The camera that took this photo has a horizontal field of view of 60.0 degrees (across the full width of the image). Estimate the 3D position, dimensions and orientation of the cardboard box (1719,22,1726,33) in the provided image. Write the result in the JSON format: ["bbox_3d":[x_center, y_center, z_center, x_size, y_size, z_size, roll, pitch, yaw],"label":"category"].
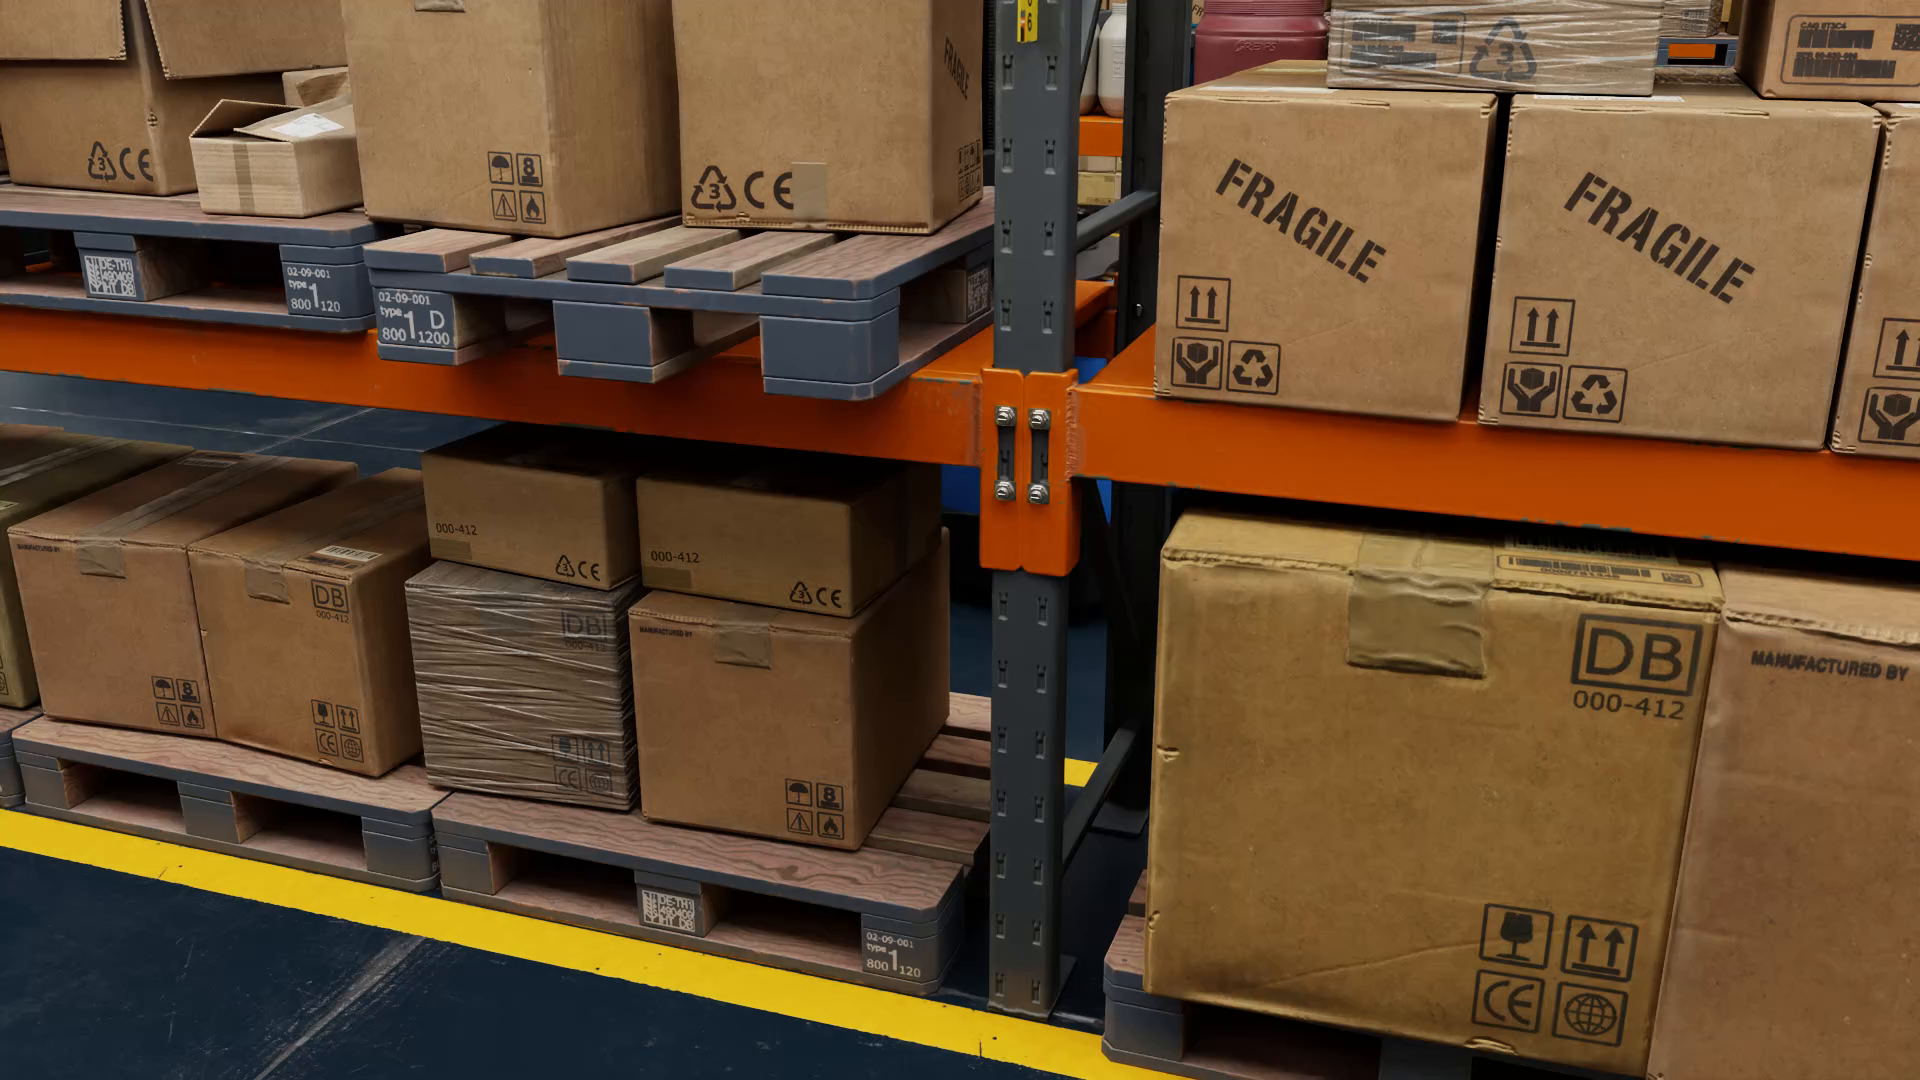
[{"bbox_3d":[7.089,-4.826,15.715,0.250,0.149,0.380,7,20,20],"label":"cardboard box"}]

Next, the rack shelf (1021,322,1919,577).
[{"bbox_3d":[2.168,-0.060,2.783,4.000,0.370,1.077,7,20,18],"label":"rack shelf"}]

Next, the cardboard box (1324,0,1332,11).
[{"bbox_3d":[3.524,-5.666,16.953,0.500,0.500,0.700,7,20,18],"label":"cardboard box"}]

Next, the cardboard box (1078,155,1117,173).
[{"bbox_3d":[1.024,-3.058,12.981,0.500,0.311,0.500,6,20,16],"label":"cardboard box"}]

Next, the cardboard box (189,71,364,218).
[{"bbox_3d":[-1.385,-0.846,3.513,0.258,0.266,0.396,6,20,17],"label":"cardboard box"}]

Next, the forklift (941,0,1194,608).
[{"bbox_3d":[-0.504,-1.532,6.019,3.031,2.935,1.130,15,24,36],"label":"forklift"}]

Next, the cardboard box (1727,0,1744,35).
[{"bbox_3d":[5.622,-3.680,11.287,0.500,0.500,0.700,1,19,4],"label":"cardboard box"}]

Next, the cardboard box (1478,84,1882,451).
[{"bbox_3d":[1.136,-0.470,2.717,0.500,0.500,0.500,6,20,17],"label":"cardboard box"}]

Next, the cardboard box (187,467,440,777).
[{"bbox_3d":[-1.427,0.176,4.143,0.500,0.500,0.700,8,21,23],"label":"cardboard box"}]

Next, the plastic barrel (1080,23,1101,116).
[{"bbox_3d":[0.464,-2.298,7.943,0.421,0.512,0.421,0,19,0],"label":"plastic barrel"}]

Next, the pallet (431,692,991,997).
[{"bbox_3d":[-0.459,0.617,3.987,1.213,0.211,1.003,7,20,18],"label":"pallet"}]

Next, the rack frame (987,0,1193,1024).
[{"bbox_3d":[0.279,-0.615,3.284,0.127,3.000,1.000,7,20,18],"label":"rack frame"}]

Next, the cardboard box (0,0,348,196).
[{"bbox_3d":[-1.832,-1.136,3.983,0.637,0.503,0.797,9,21,24],"label":"cardboard box"}]

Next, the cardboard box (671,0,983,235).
[{"bbox_3d":[-0.245,-0.907,3.330,0.500,0.500,0.500,4,20,11],"label":"cardboard box"}]

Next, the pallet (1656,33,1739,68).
[{"bbox_3d":[5.372,-3.396,11.552,1.213,0.211,1.003,7,20,18],"label":"pallet"}]

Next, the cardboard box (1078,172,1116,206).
[{"bbox_3d":[1.027,-2.796,13.079,0.500,0.250,0.500,6,20,16],"label":"cardboard box"}]

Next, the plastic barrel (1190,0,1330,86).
[{"bbox_3d":[1.366,-2.175,7.553,0.708,0.536,0.600,7,20,18],"label":"plastic barrel"}]

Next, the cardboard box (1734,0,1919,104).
[{"bbox_3d":[1.579,-0.981,2.657,0.637,0.503,0.797,7,20,19],"label":"cardboard box"}]

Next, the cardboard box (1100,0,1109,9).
[{"bbox_3d":[0.972,-4.029,12.927,0.500,0.500,0.500,8,21,22],"label":"cardboard box"}]

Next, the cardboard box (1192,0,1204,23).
[{"bbox_3d":[1.943,-3.918,12.608,0.500,0.500,0.500,5,20,15],"label":"cardboard box"}]

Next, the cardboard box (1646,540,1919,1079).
[{"bbox_3d":[1.763,0.369,3.049,0.875,0.875,1.225,7,20,18],"label":"cardboard box"}]

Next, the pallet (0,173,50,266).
[{"bbox_3d":[-2.826,-0.829,4.189,1.213,0.211,1.003,7,20,18],"label":"pallet"}]

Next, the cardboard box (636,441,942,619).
[{"bbox_3d":[-0.364,-0.060,3.681,0.500,0.250,0.500,7,21,20],"label":"cardboard box"}]

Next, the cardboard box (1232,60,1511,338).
[{"bbox_3d":[0.826,-0.686,3.336,0.500,0.500,0.500,7,20,20],"label":"cardboard box"}]

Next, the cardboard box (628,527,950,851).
[{"bbox_3d":[-0.361,0.291,3.813,0.500,0.500,0.700,5,20,15],"label":"cardboard box"}]

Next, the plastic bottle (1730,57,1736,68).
[{"bbox_3d":[3.506,-2.066,7.622,0.133,0.283,0.061,7,20,18],"label":"plastic bottle"}]

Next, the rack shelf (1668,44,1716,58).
[{"bbox_3d":[7.044,-4.680,16.038,4.000,0.370,1.077,7,20,18],"label":"rack shelf"}]

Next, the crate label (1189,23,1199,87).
[{"bbox_3d":[1.054,-2.363,8.246,0.616,0.435,0.502,7,20,18],"label":"crate label"}]

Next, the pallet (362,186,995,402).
[{"bbox_3d":[-0.429,-0.569,3.442,1.003,0.211,1.213,7,20,18],"label":"pallet"}]

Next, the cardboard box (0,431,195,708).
[{"bbox_3d":[-2.483,0.056,4.489,0.500,0.500,0.700,6,20,18],"label":"cardboard box"}]

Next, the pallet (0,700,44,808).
[{"bbox_3d":[-2.764,0.353,4.743,1.213,0.211,1.003,7,20,18],"label":"pallet"}]
